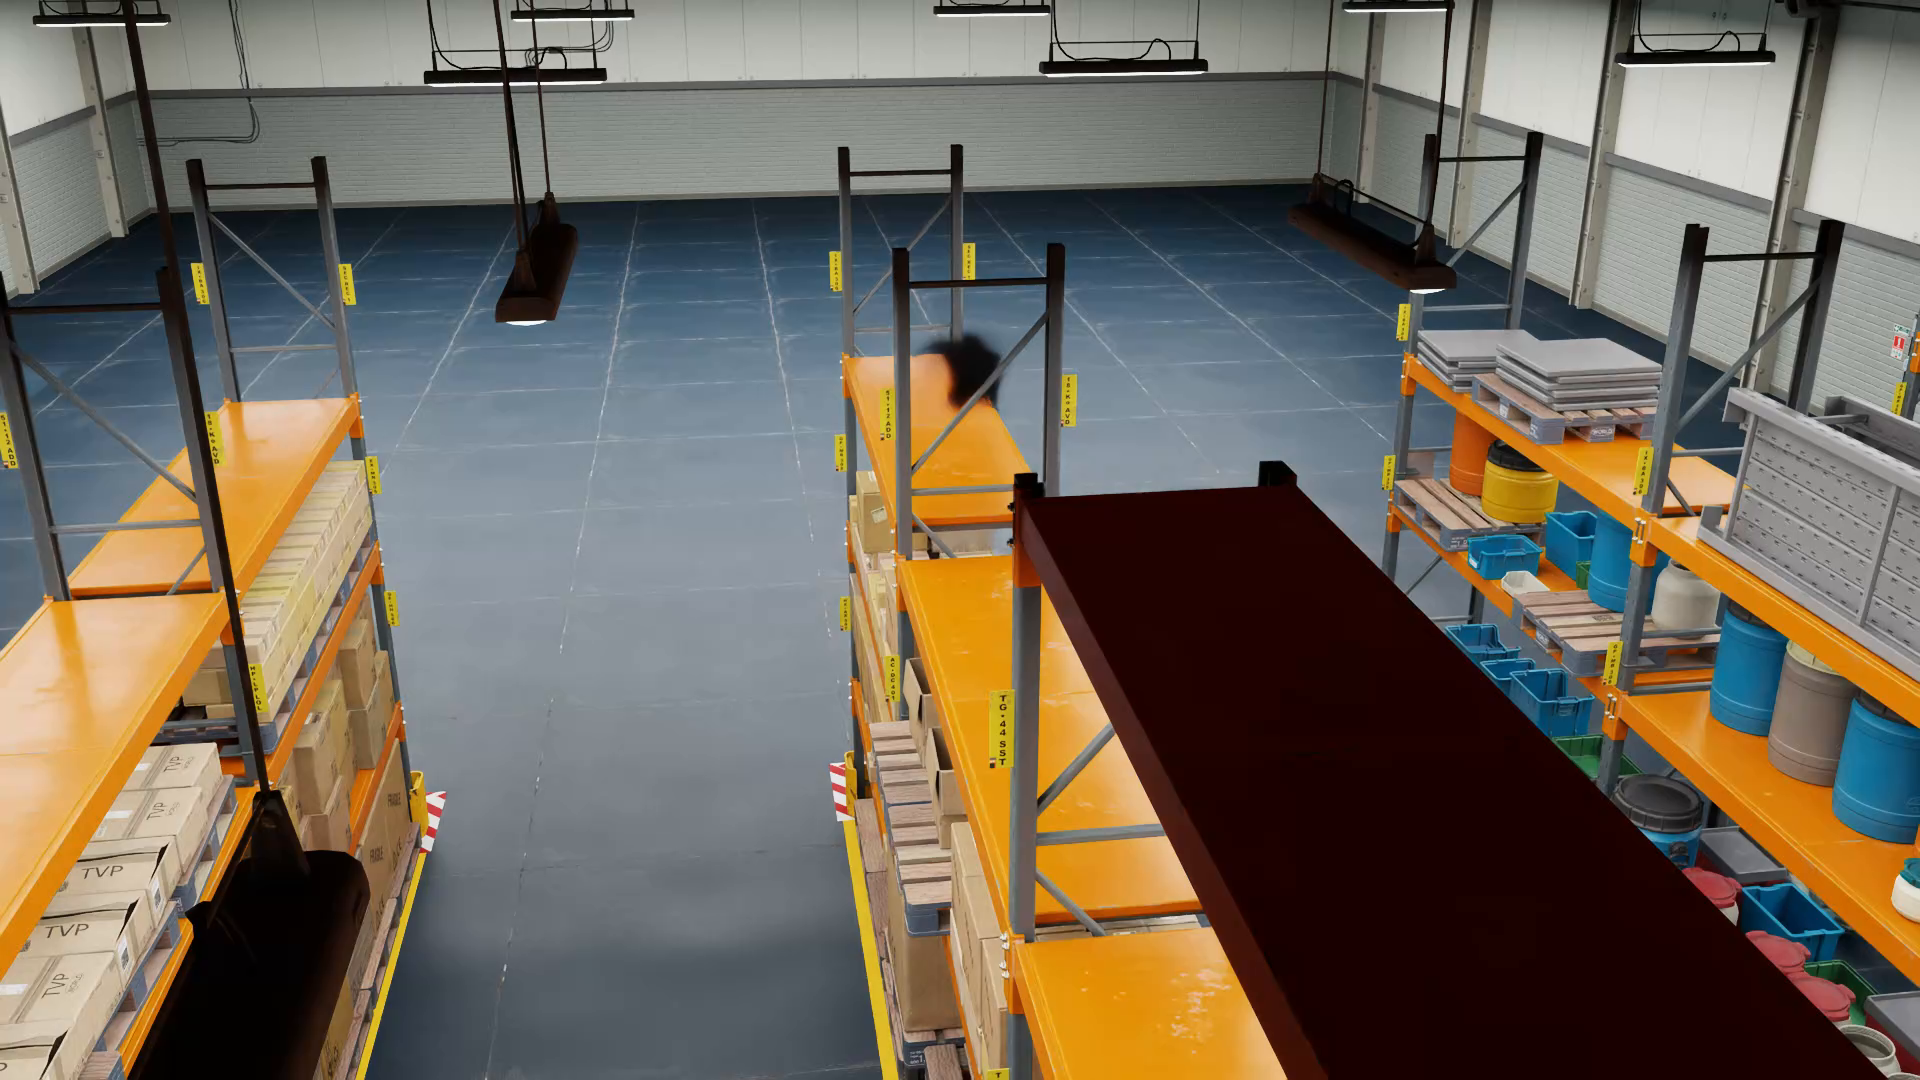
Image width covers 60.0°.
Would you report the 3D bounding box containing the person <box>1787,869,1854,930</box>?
[{"bbox_3d":[7.022,2.298,13.477,0.617,1.813,0.832,-9,23,-22],"label":"person"}]
